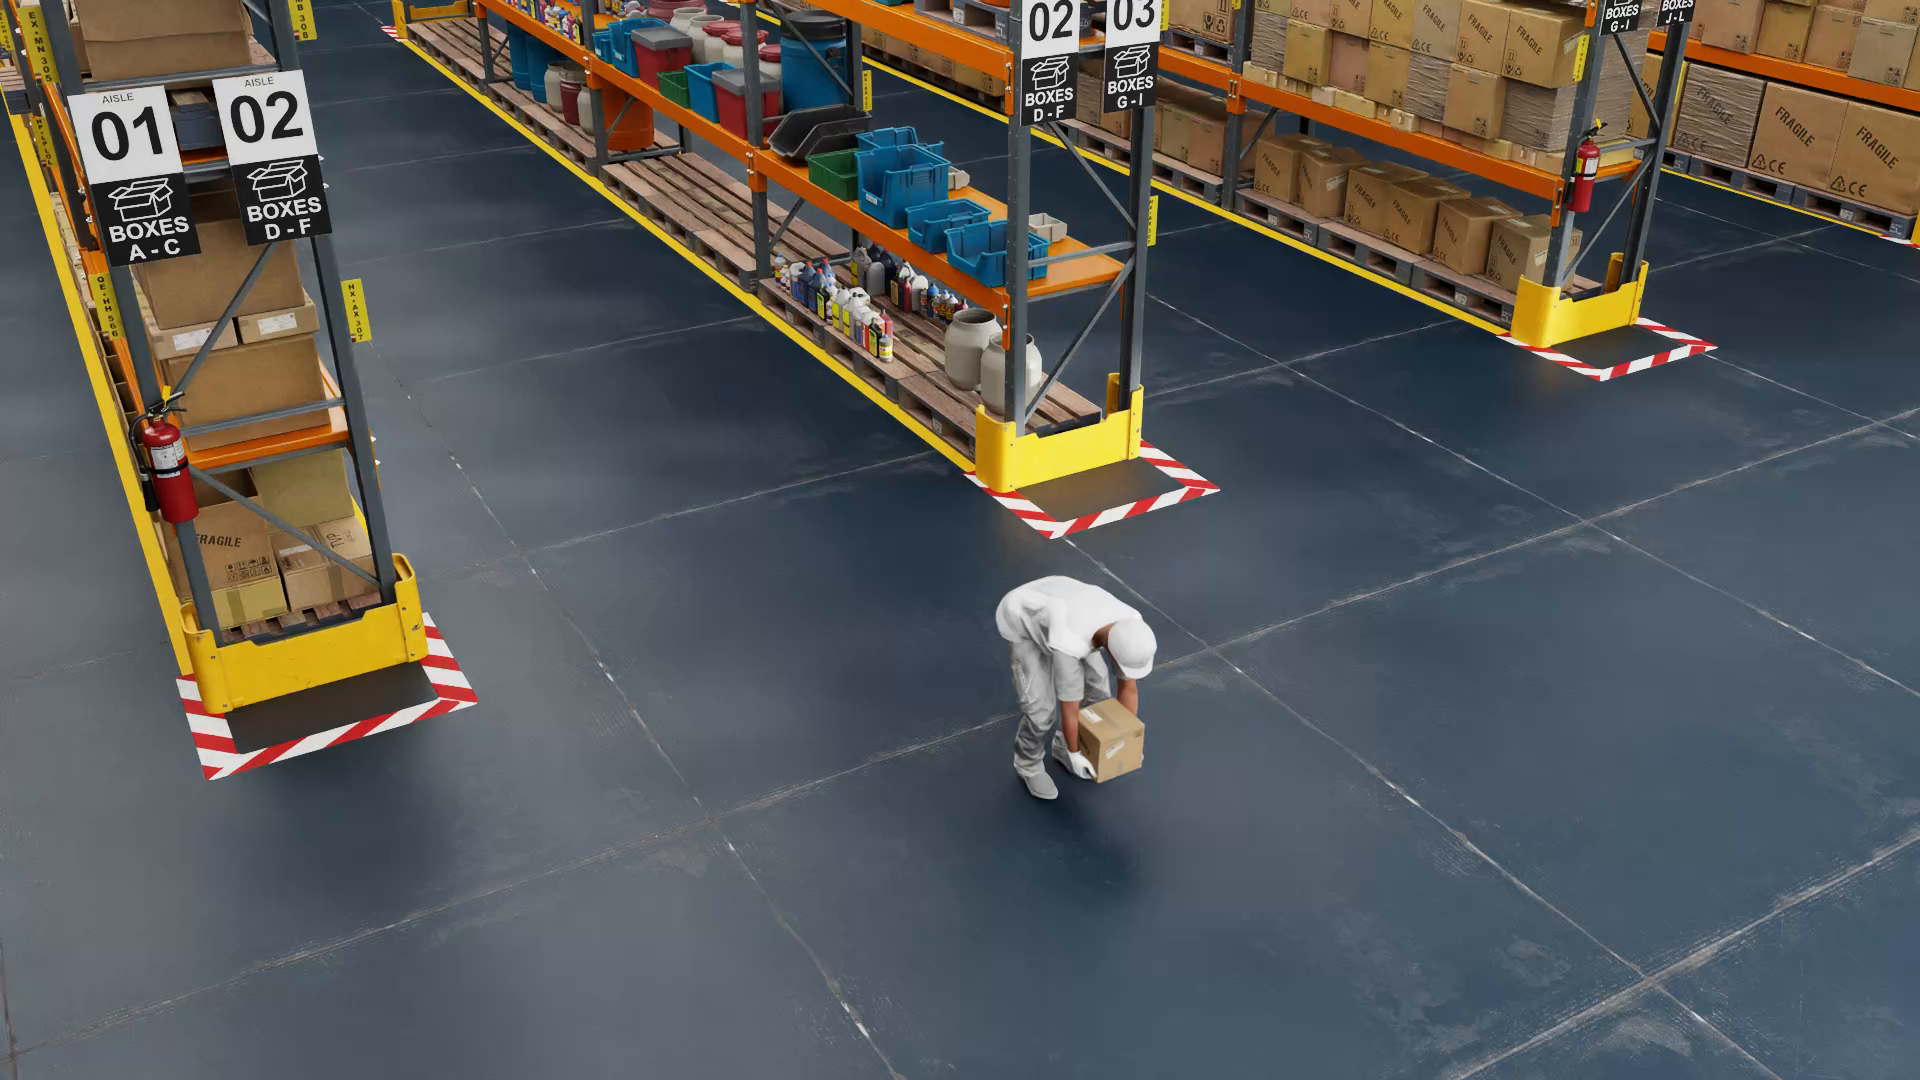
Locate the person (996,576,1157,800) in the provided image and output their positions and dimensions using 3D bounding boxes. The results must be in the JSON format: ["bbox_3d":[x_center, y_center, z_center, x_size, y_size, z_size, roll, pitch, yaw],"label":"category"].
[{"bbox_3d":[0.563,0.721,7.868,0.517,1.169,0.967,-17,33,-29],"label":"person"}]
